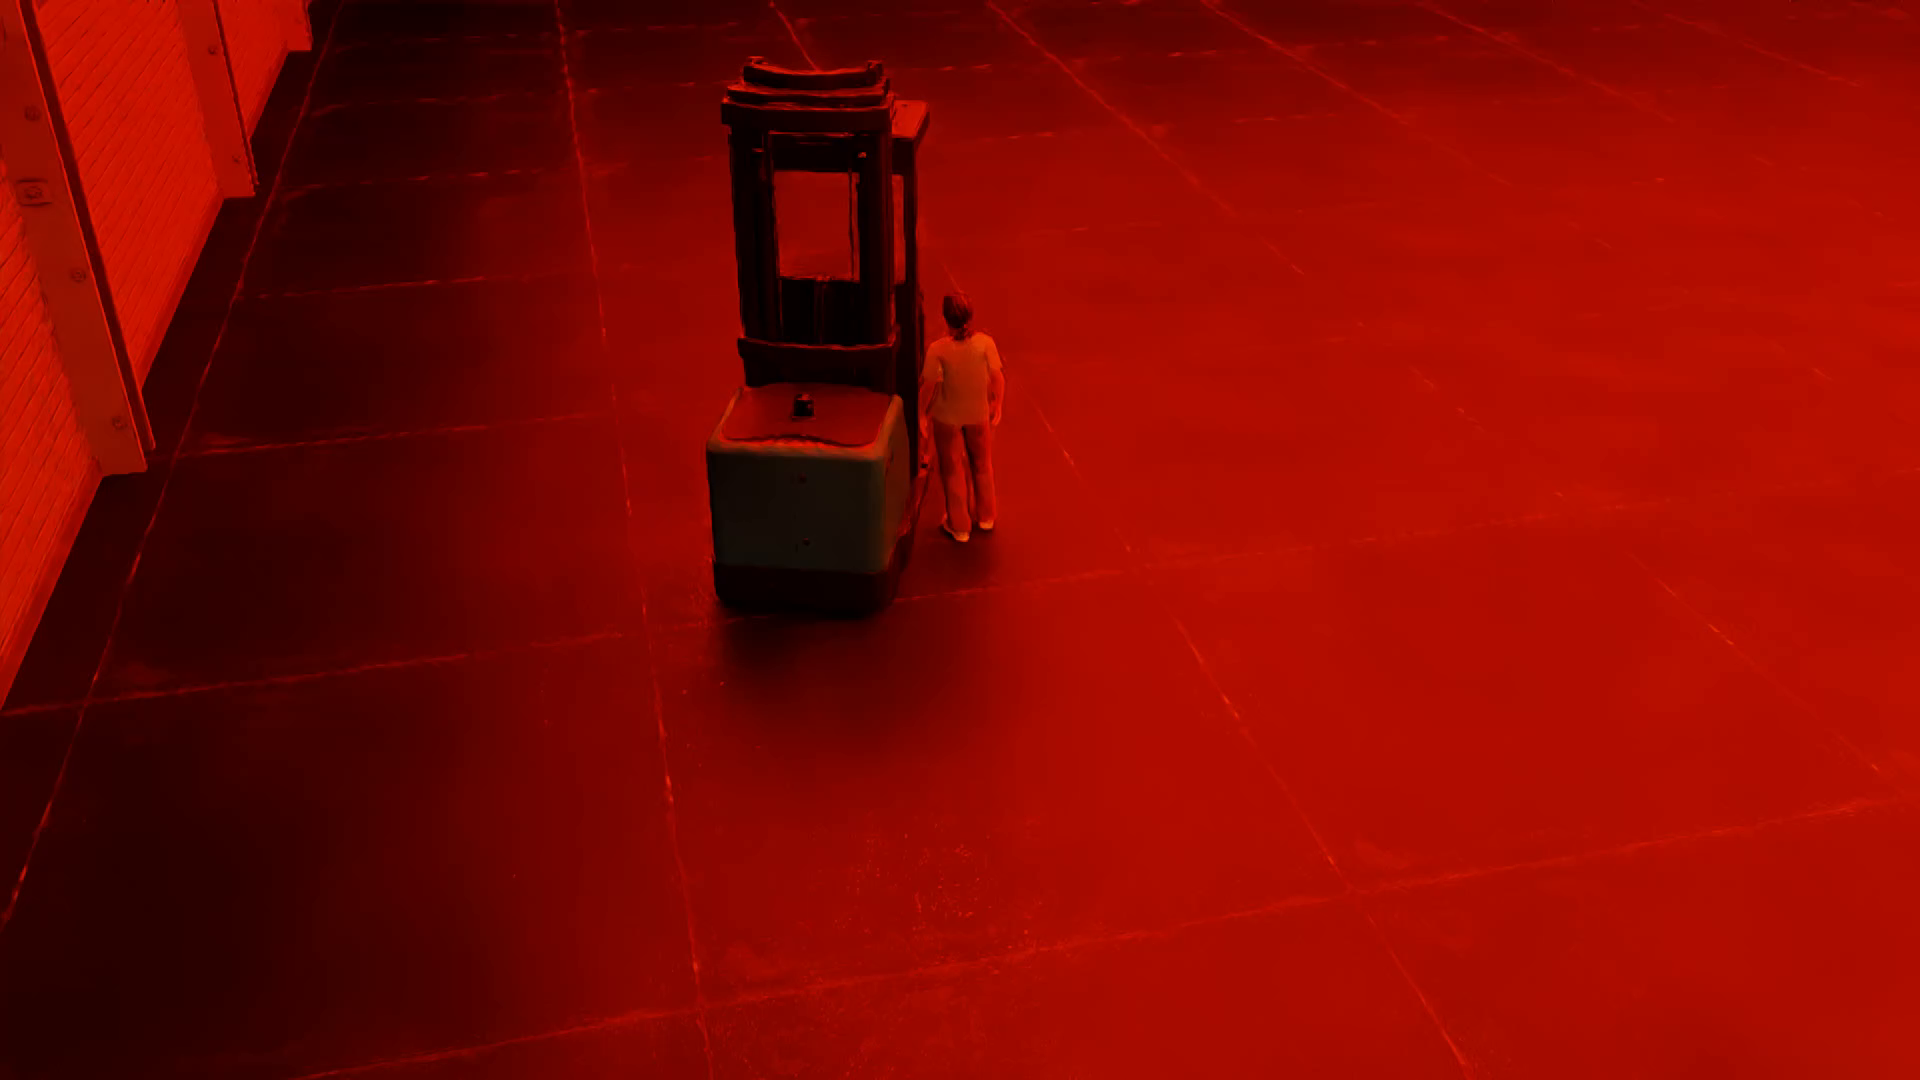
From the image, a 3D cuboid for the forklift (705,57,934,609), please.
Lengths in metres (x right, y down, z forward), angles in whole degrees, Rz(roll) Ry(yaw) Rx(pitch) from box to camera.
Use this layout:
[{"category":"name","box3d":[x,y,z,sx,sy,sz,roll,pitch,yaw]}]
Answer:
[{"category":"forklift","box3d":[-0.768,-1.583,10.310,1.130,2.935,3.031,3,30,6]}]

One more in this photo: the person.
[{"category":"person","box3d":[-0.007,-0.775,10.138,0.554,1.664,0.545,-7,31,-12]}]
